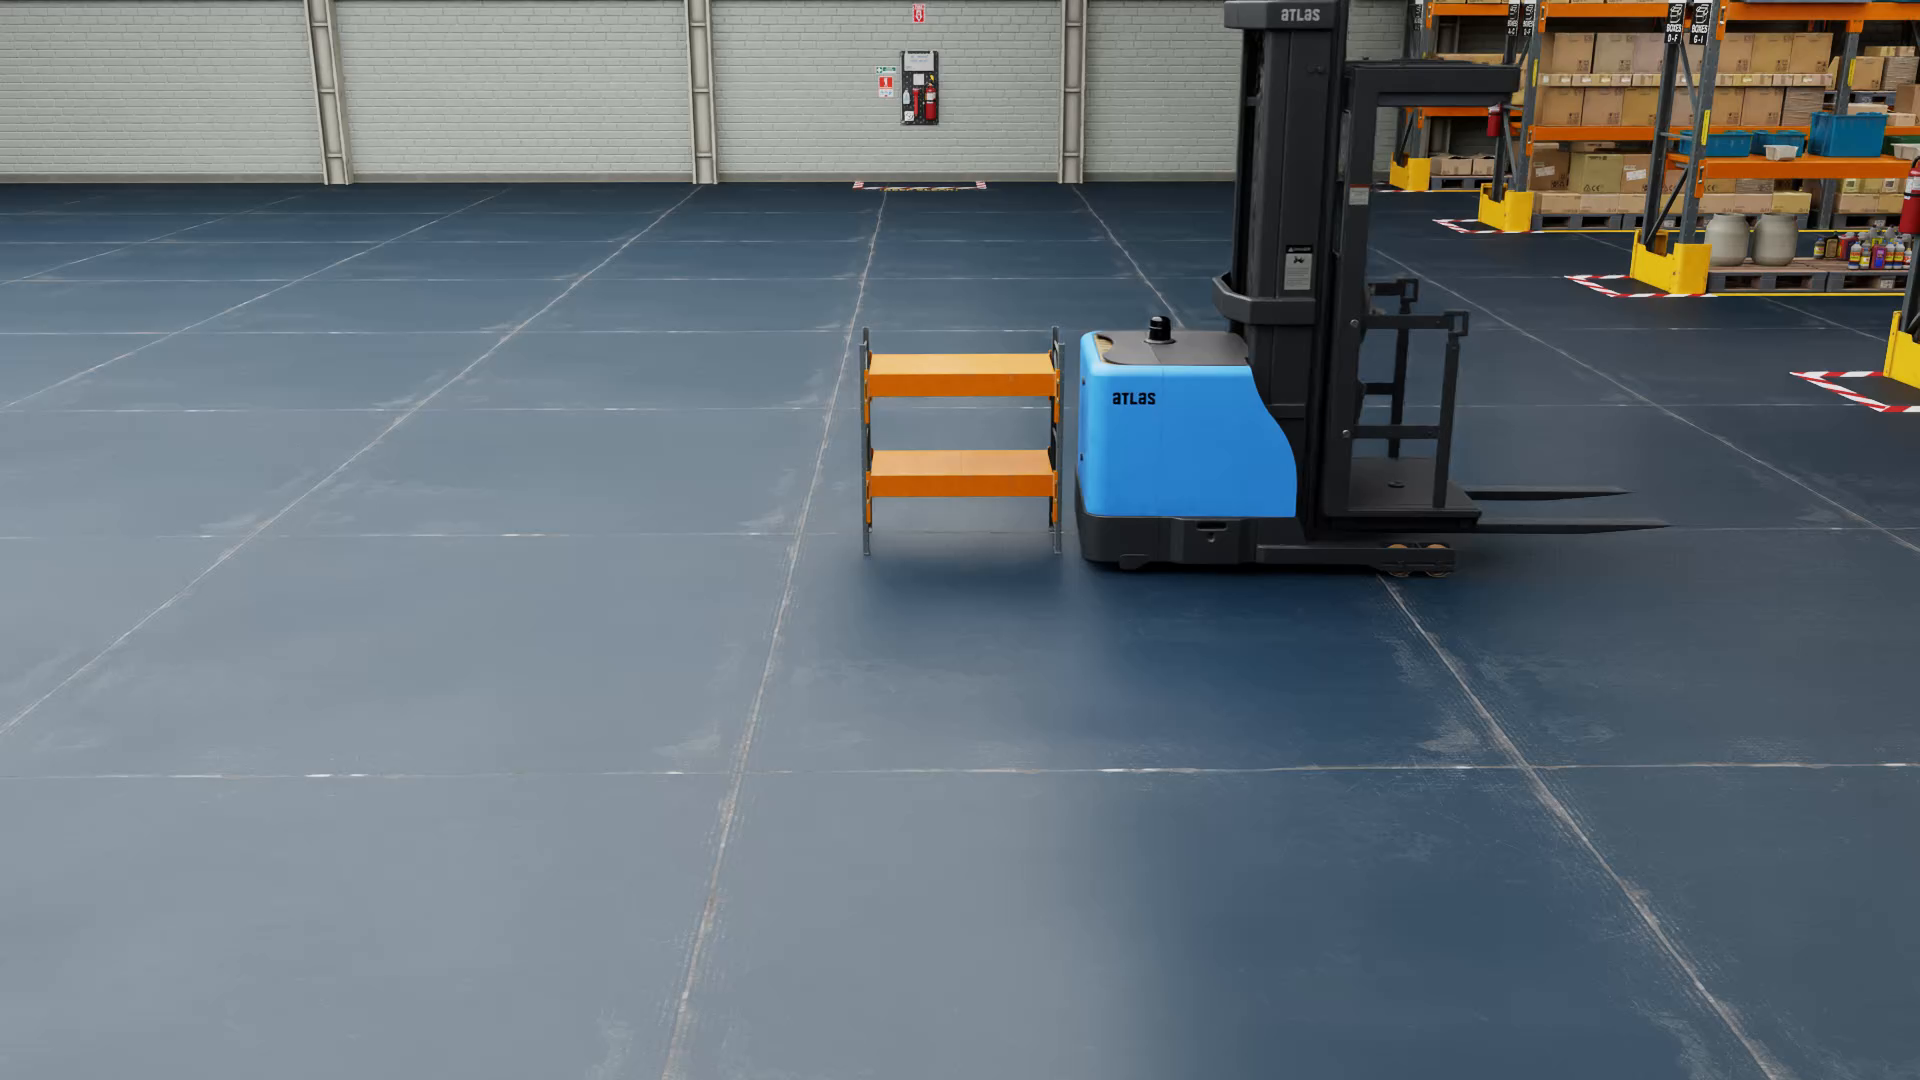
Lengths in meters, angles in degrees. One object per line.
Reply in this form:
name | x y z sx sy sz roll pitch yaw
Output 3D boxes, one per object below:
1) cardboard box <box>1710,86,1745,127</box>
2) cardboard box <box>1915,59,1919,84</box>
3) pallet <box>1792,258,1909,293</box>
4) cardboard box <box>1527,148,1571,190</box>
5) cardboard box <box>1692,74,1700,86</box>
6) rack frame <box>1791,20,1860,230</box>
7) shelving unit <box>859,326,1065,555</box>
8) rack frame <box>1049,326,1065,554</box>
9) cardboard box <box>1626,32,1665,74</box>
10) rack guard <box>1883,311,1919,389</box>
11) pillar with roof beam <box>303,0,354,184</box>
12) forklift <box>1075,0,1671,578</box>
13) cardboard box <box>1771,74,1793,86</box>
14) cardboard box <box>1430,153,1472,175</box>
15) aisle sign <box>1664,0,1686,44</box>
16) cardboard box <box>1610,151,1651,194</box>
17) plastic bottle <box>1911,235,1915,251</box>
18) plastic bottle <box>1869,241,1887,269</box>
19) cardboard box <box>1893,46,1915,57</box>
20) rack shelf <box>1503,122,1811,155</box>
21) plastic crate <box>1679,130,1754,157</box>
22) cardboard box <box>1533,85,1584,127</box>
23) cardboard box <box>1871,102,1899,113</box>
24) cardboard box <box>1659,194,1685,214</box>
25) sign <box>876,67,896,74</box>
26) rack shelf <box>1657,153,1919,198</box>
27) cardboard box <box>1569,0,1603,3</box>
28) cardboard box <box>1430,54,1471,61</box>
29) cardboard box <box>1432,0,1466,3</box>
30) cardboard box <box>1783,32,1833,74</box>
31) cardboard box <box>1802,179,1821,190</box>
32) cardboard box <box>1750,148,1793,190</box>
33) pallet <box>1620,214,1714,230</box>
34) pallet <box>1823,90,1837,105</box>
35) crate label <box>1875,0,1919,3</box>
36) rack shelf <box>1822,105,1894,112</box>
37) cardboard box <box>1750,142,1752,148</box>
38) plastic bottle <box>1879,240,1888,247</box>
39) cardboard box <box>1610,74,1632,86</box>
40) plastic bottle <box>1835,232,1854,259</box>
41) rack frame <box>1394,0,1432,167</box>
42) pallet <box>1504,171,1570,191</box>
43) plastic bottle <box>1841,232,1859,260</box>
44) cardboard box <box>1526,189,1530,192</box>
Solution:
cardboard box | 9.741 -5.643 21.565 0.500 0.500 0.700 0 18 0
cardboard box | 15.600 -7.419 26.581 0.500 0.500 0.500 0 18 -1
pallet | 9.393 -2.767 17.329 1.213 0.211 1.003 0 18 -1
cardboard box | 7.746 -4.927 22.083 0.500 0.500 0.500 0 18 -1
cardboard box | 9.410 -5.887 21.264 0.250 0.149 0.380 0 18 1
rack frame | 11.214 -5.605 21.610 0.127 3.000 1.000 0 18 -1
shelving unit | 0.007 -0.536 8.876 1.048 1.125 0.538 0 18 -1
rack frame | 0.515 -0.538 8.884 0.032 1.125 0.500 0 18 -1
cardboard box | 8.764 -6.257 21.354 0.500 0.500 0.700 0 18 -1
rack guard | 7.443 -1.371 12.502 0.348 0.500 1.175 0 18 -1
pillar with roof beam | -10.111 -8.822 21.815 0.400 9.000 9.100 0 18 -1
forklift | 2.154 -1.369 8.517 3.031 2.935 1.130 0 18 1
cardboard box | 10.436 -5.892 21.280 0.250 0.149 0.380 -1 18 -2
cardboard box | 7.826 -6.004 26.535 0.500 0.311 0.500 -2 18 -7
aisle sign | 7.212 -5.401 16.719 0.004 0.787 0.394 0 18 -1
cardboard box | 8.754 -4.778 21.617 0.500 0.500 0.500 0 18 -1
plastic bottle | 10.120 -3.142 17.659 0.133 0.283 0.061 1 18 2
plastic bottle | 9.333 -2.898 16.899 0.133 0.283 0.061 0 18 0
cardboard box | 14.787 -7.693 26.172 0.250 0.149 0.380 -3 18 -8
rack shelf | 9.214 -5.253 21.690 4.000 0.370 1.077 0 18 -1
plastic crate | 7.785 -4.096 17.149 0.616 0.251 0.499 0 18 -1
cardboard box | 7.681 -5.632 21.530 0.500 0.500 0.700 0 18 -1
cardboard box | 12.090 -5.602 21.819 0.258 0.266 0.396 -1 18 -2
cardboard box | 9.254 -4.418 21.723 0.500 0.250 0.500 0 18 -1
sign | -1.202 -7.633 27.005 0.331 0.109 0.001 0 18 -1
rack shelf | 9.289 -3.740 16.974 4.000 0.370 1.077 0 18 -1
cardboard box | 9.572 -8.513 25.567 0.500 0.500 0.500 -1 18 -3
cardboard box | 7.615 -7.305 25.893 0.500 0.500 0.500 0 18 -1
cardboard box | 7.471 -8.510 25.557 0.500 0.500 0.500 0 18 1
cardboard box | 10.770 -6.267 21.384 0.500 0.500 0.700 0 18 -1
cardboard box | 11.614 -4.853 22.160 0.500 0.311 0.500 0 18 -1
cardboard box | 10.745 -4.946 22.143 0.500 0.500 0.500 0 18 -1
pallet | 9.195 -4.280 22.043 1.213 0.211 1.003 0 18 -1
pallet | 13.153 -7.024 26.347 1.213 0.211 1.003 0 18 -1
crate label | 9.166 -5.339 16.112 0.408 0.251 0.502 0 18 -1
rack shelf | 13.132 -6.785 26.467 4.000 0.370 1.077 0 18 -1
cardboard box | 12.384 -6.164 26.724 0.500 0.500 0.700 -1 18 -2
plastic bottle | 9.721 -3.052 17.511 0.097 0.201 0.097 0 18 0
cardboard box | 8.376 -5.882 21.247 0.250 0.149 0.380 -1 18 -2
plastic bottle | 9.371 -3.121 17.606 0.135 0.276 0.152 0 18 0
rack frame | 7.133 -7.099 26.267 0.127 3.000 1.000 0 18 -1
pallet | 9.238 -5.770 26.688 1.213 0.211 1.003 0 18 -1
plastic bottle | 9.373 -3.092 17.503 0.133 0.283 0.061 0 18 -1
cardboard box | 7.746 -4.570 22.196 0.500 0.250 0.500 0 18 -1
